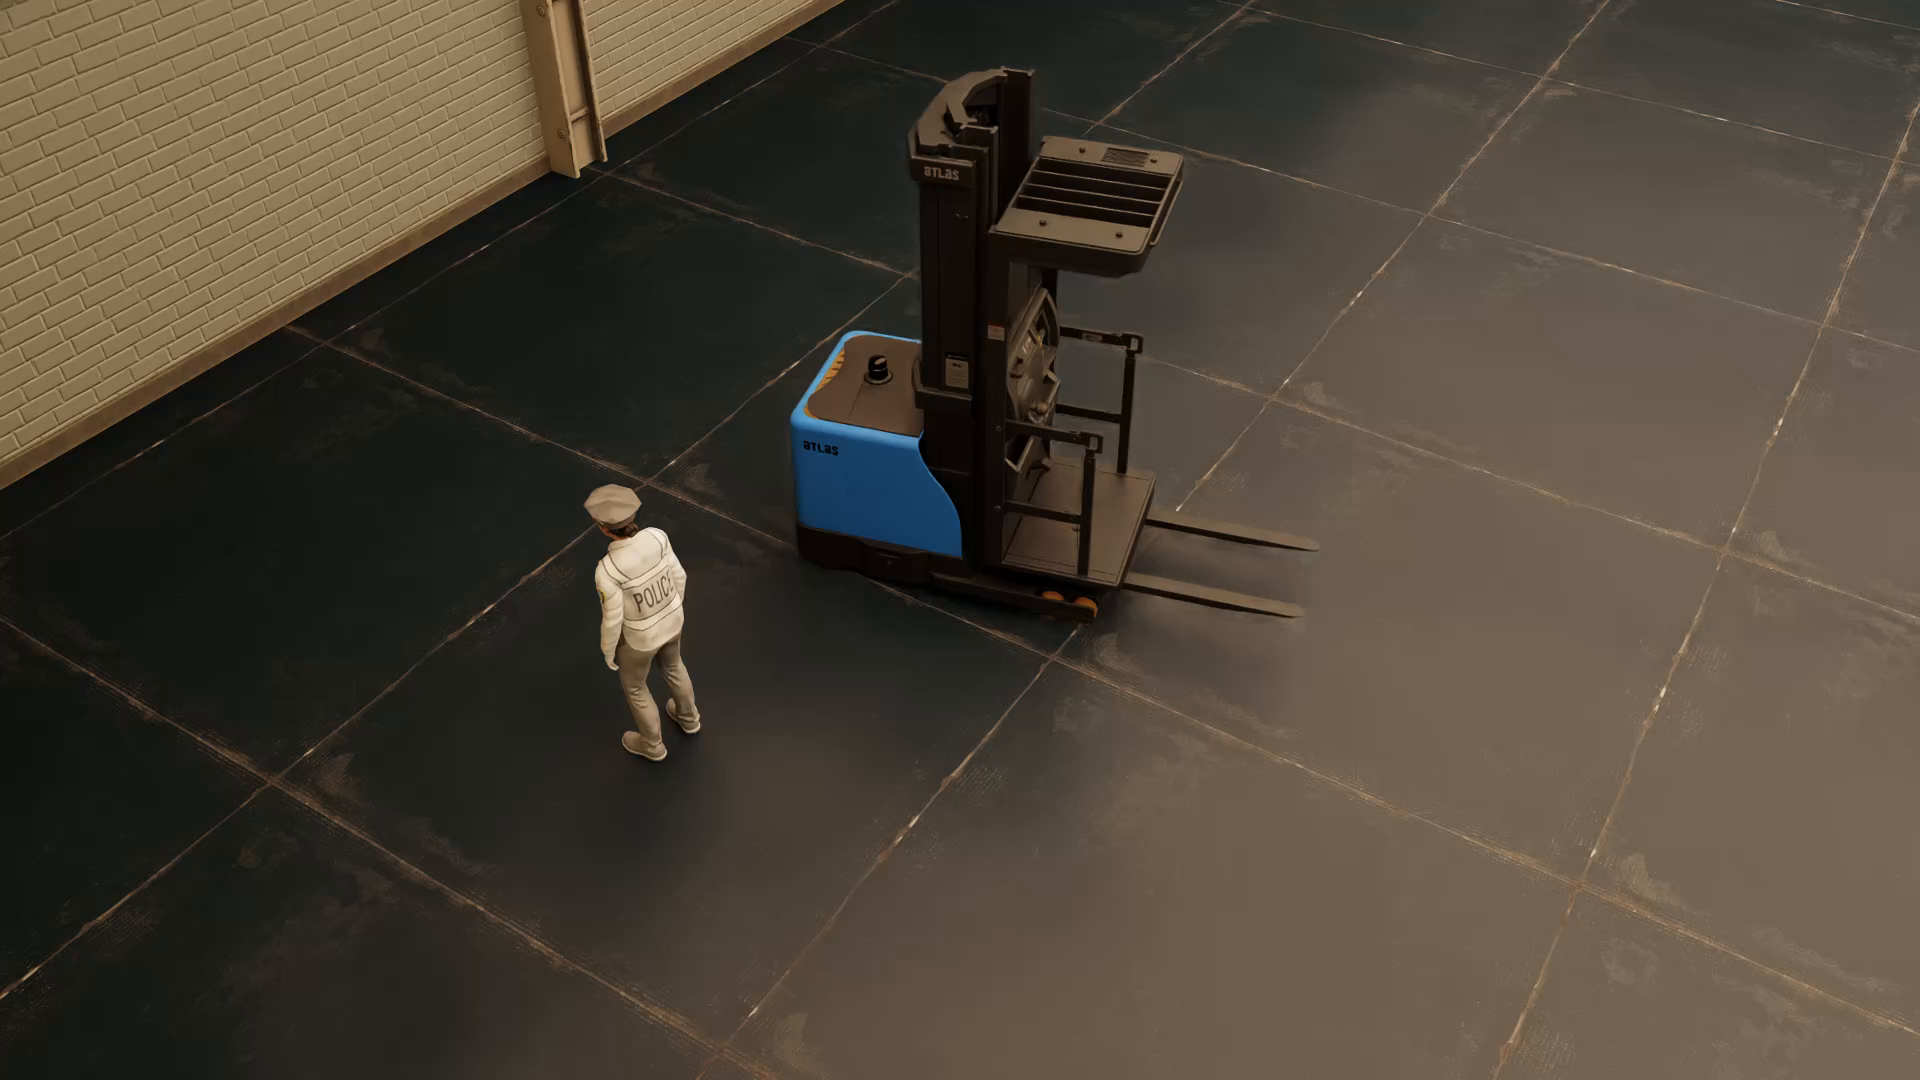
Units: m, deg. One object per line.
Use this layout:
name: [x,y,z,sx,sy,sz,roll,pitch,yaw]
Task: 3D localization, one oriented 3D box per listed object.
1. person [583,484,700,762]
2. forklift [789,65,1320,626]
person: [-1.602,0.447,8.422,0.375,1.662,0.530,29,48,30]
forklift: [0.591,-1.008,9.157,3.031,2.935,1.130,11,42,13]
